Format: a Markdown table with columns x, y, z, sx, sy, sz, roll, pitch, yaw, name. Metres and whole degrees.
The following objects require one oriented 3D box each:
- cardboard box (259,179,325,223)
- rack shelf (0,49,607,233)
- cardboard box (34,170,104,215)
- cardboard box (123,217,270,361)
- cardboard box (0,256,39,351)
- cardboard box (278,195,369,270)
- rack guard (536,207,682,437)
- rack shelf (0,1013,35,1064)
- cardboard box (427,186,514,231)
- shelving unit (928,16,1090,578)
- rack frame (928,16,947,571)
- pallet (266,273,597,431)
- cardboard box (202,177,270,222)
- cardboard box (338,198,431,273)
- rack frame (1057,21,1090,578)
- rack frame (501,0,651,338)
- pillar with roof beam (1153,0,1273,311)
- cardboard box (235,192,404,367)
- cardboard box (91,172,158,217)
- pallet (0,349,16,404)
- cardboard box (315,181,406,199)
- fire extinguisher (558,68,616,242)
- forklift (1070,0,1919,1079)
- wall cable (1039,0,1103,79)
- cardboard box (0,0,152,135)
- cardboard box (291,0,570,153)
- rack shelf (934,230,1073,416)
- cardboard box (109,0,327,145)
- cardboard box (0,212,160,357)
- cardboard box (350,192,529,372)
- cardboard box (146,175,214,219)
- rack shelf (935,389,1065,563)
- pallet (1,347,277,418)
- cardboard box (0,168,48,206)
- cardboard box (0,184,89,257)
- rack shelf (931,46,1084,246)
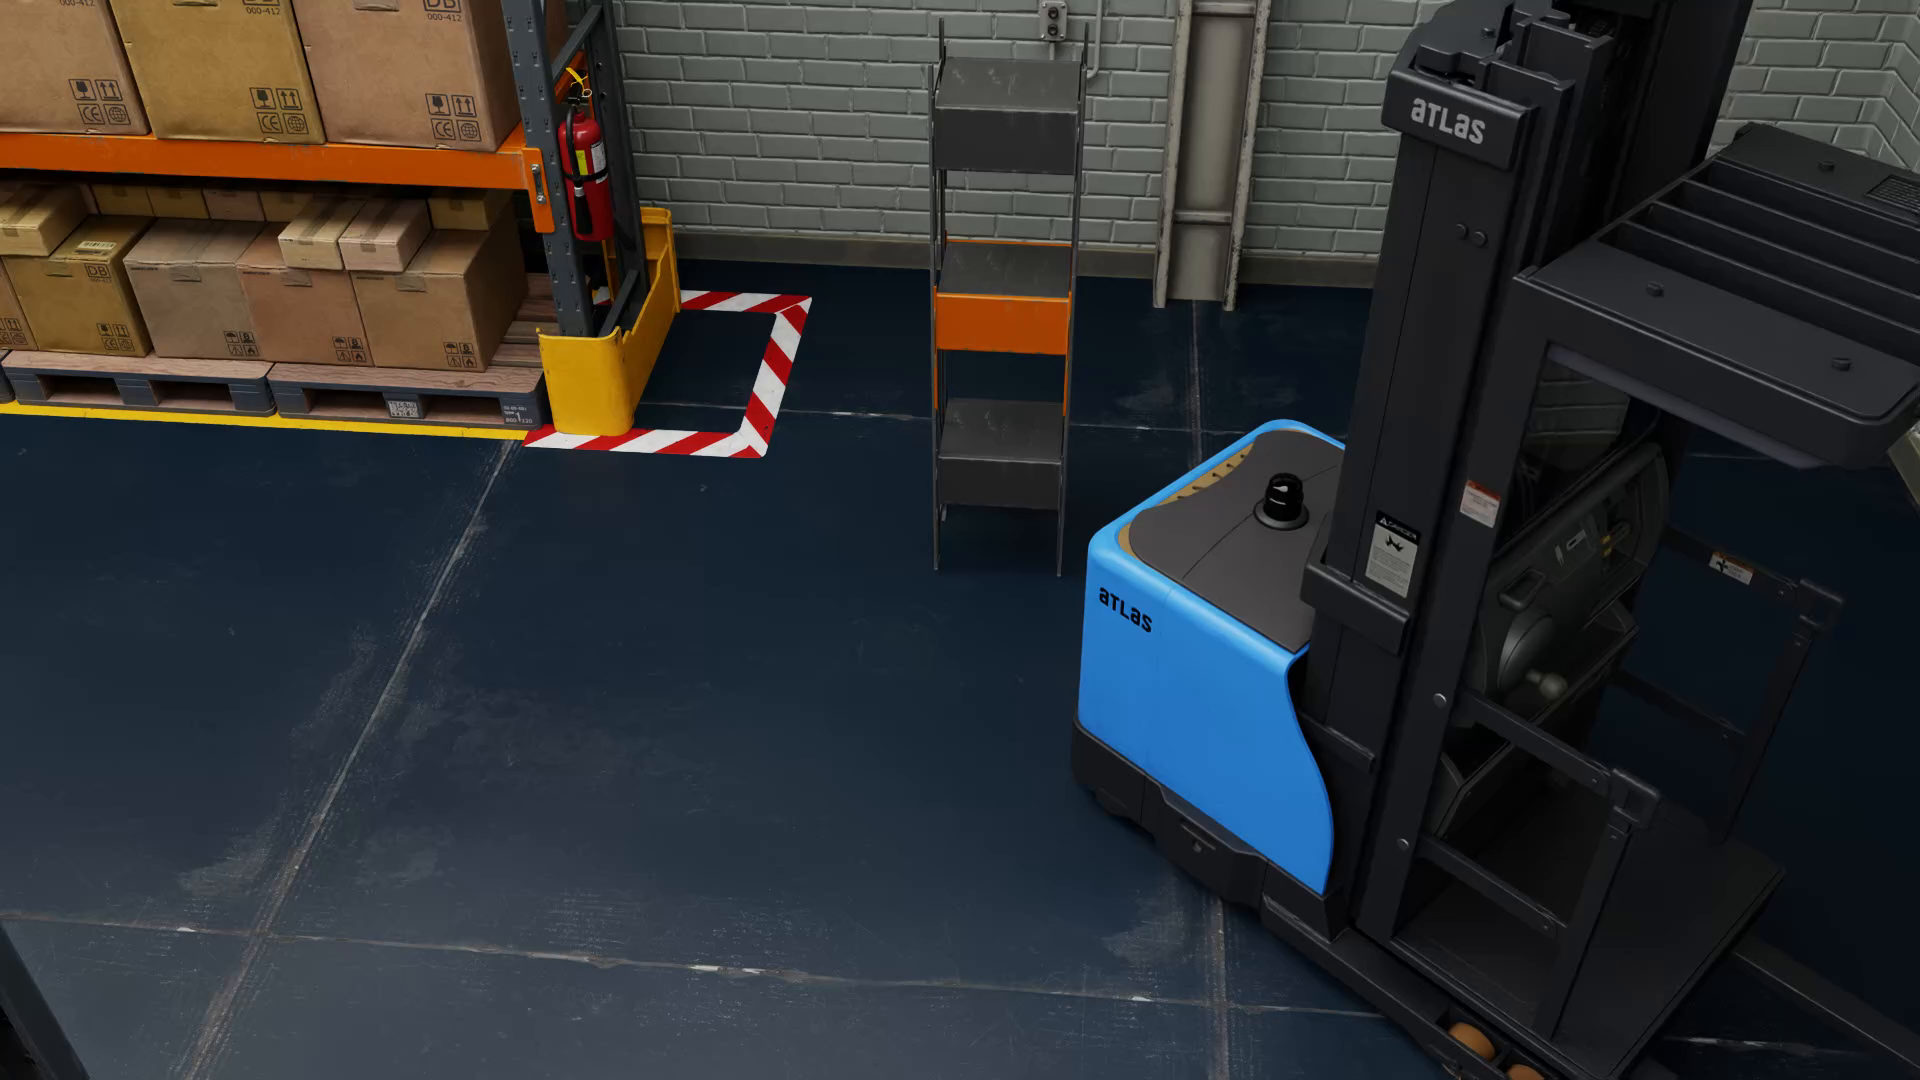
| x | y | z | sx | sy | sz | roll | pitch | yaw | name |
| --- | --- | --- | --- | --- | --- | --- | --- | --- | --- |
| -2.924 | -1.574 | 7.441 | 0.250 | 0.149 | 0.380 | 3 | 39 | 4 | cardboard box |
| -3.598 | -1.823 | 7.184 | 4.000 | 0.370 | 1.077 | 3 | 39 | 4 | rack shelf |
| -3.942 | -1.628 | 7.508 | 0.250 | 0.149 | 0.380 | 4 | 39 | 4 | cardboard box |
| -3.311 | -1.216 | 7.515 | 0.500 | 0.500 | 0.700 | 2 | 39 | 2 | cardboard box |
| -4.354 | -1.270 | 7.582 | 0.500 | 0.500 | 0.700 | 3 | 39 | 3 | cardboard box |
| -2.710 | -1.319 | 7.128 | 0.250 | 0.149 | 0.380 | 4 | 39 | 5 | cardboard box |
| -1.582 | -1.023 | 7.610 | 0.348 | 0.500 | 1.175 | 3 | 39 | 4 | rack guard |
| -4.022 | 1.292 | 3.356 | 4.000 | 0.370 | 1.077 | 3 | 39 | 4 | rack shelf |
| -2.170 | -1.533 | 7.390 | 0.250 | 0.149 | 0.380 | 3 | 39 | 4 | cardboard box |
| 0.165 | -0.805 | 6.076 | 0.503 | 2.100 | 0.431 | 3 | 39 | 4 | shelving unit |
| -0.078 | -0.819 | 6.092 | 0.015 | 2.100 | 0.400 | 3 | 39 | 4 | rack frame |
| -2.409 | -0.906 | 7.696 | 1.213 | 0.211 | 1.003 | 3 | 39 | 4 | pallet |
| -3.177 | -1.587 | 7.457 | 0.250 | 0.149 | 0.380 | 4 | 39 | 4 | cardboard box |
| -2.455 | -1.306 | 7.112 | 0.250 | 0.149 | 0.380 | 3 | 39 | 3 | cardboard box |
| 0.408 | -0.792 | 6.060 | 0.015 | 2.100 | 0.400 | 3 | 39 | 4 | rack frame |
| -1.605 | -1.993 | 6.823 | 0.127 | 3.000 | 1.000 | 3 | 39 | 4 | rack frame |
| 0.788 | -2.009 | 2.090 | 0.400 | 9.000 | 9.100 | 3 | 39 | 4 | pillar with roof beam |
| -2.810 | -1.189 | 7.482 | 0.500 | 0.500 | 0.700 | 3 | 39 | 4 | cardboard box |
| -3.685 | -1.615 | 7.491 | 0.250 | 0.149 | 0.380 | 2 | 39 | 3 | cardboard box |
| -4.840 | -1.039 | 7.859 | 1.213 | 0.211 | 1.003 | 3 | 39 | 4 | pallet |
| -2.674 | -1.560 | 7.424 | 0.250 | 0.149 | 0.380 | 3 | 39 | 4 | cardboard box |
| -1.495 | -1.520 | 6.598 | 0.183 | 0.674 | 0.296 | 3 | 39 | 4 | fire extinguisher |
| 1.761 | 0.147 | 4.248 | 1.130 | 2.935 | 3.031 | -31 | 49 | -33 | forklift |
| -0.248 | -2.913 | 7.147 | 1.851 | 1.984 | 0.084 | 3 | 39 | 4 | wall cable |
| -3.599 | -2.211 | 6.853 | 0.700 | 0.700 | 0.980 | 1 | 39 | 2 | cardboard box |
| -2.114 | -2.131 | 6.755 | 0.700 | 0.700 | 0.980 | 5 | 39 | 6 | cardboard box |
| 0.165 | -0.795 | 6.085 | 0.480 | 0.518 | 0.431 | 3 | 39 | 4 | rack shelf |
| -2.840 | -2.164 | 6.795 | 0.700 | 0.700 | 0.980 | 3 | 39 | 3 | cardboard box |
| -3.843 | -1.241 | 7.546 | 0.500 | 0.500 | 0.700 | 4 | 39 | 5 | cardboard box |
| -2.311 | -1.162 | 7.449 | 0.500 | 0.500 | 0.700 | 3 | 39 | 4 | cardboard box |
| -3.433 | -1.600 | 7.474 | 0.250 | 0.149 | 0.380 | 4 | 39 | 4 | cardboard box |
| 0.165 | -0.252 | 6.527 | 0.480 | 0.518 | 0.431 | 3 | 39 | 4 | rack shelf |
| -3.621 | -0.974 | 7.780 | 1.213 | 0.211 | 1.003 | 3 | 39 | 4 | pallet |
| -4.194 | -1.642 | 7.525 | 0.250 | 0.149 | 0.380 | 2 | 39 | 2 | cardboard box |
| -4.009 | -1.389 | 7.214 | 0.250 | 0.149 | 0.380 | 2 | 39 | 3 | cardboard box |
| 0.165 | -1.338 | 5.643 | 0.480 | 0.518 | 0.431 | 3 | 39 | 4 | rack shelf |
